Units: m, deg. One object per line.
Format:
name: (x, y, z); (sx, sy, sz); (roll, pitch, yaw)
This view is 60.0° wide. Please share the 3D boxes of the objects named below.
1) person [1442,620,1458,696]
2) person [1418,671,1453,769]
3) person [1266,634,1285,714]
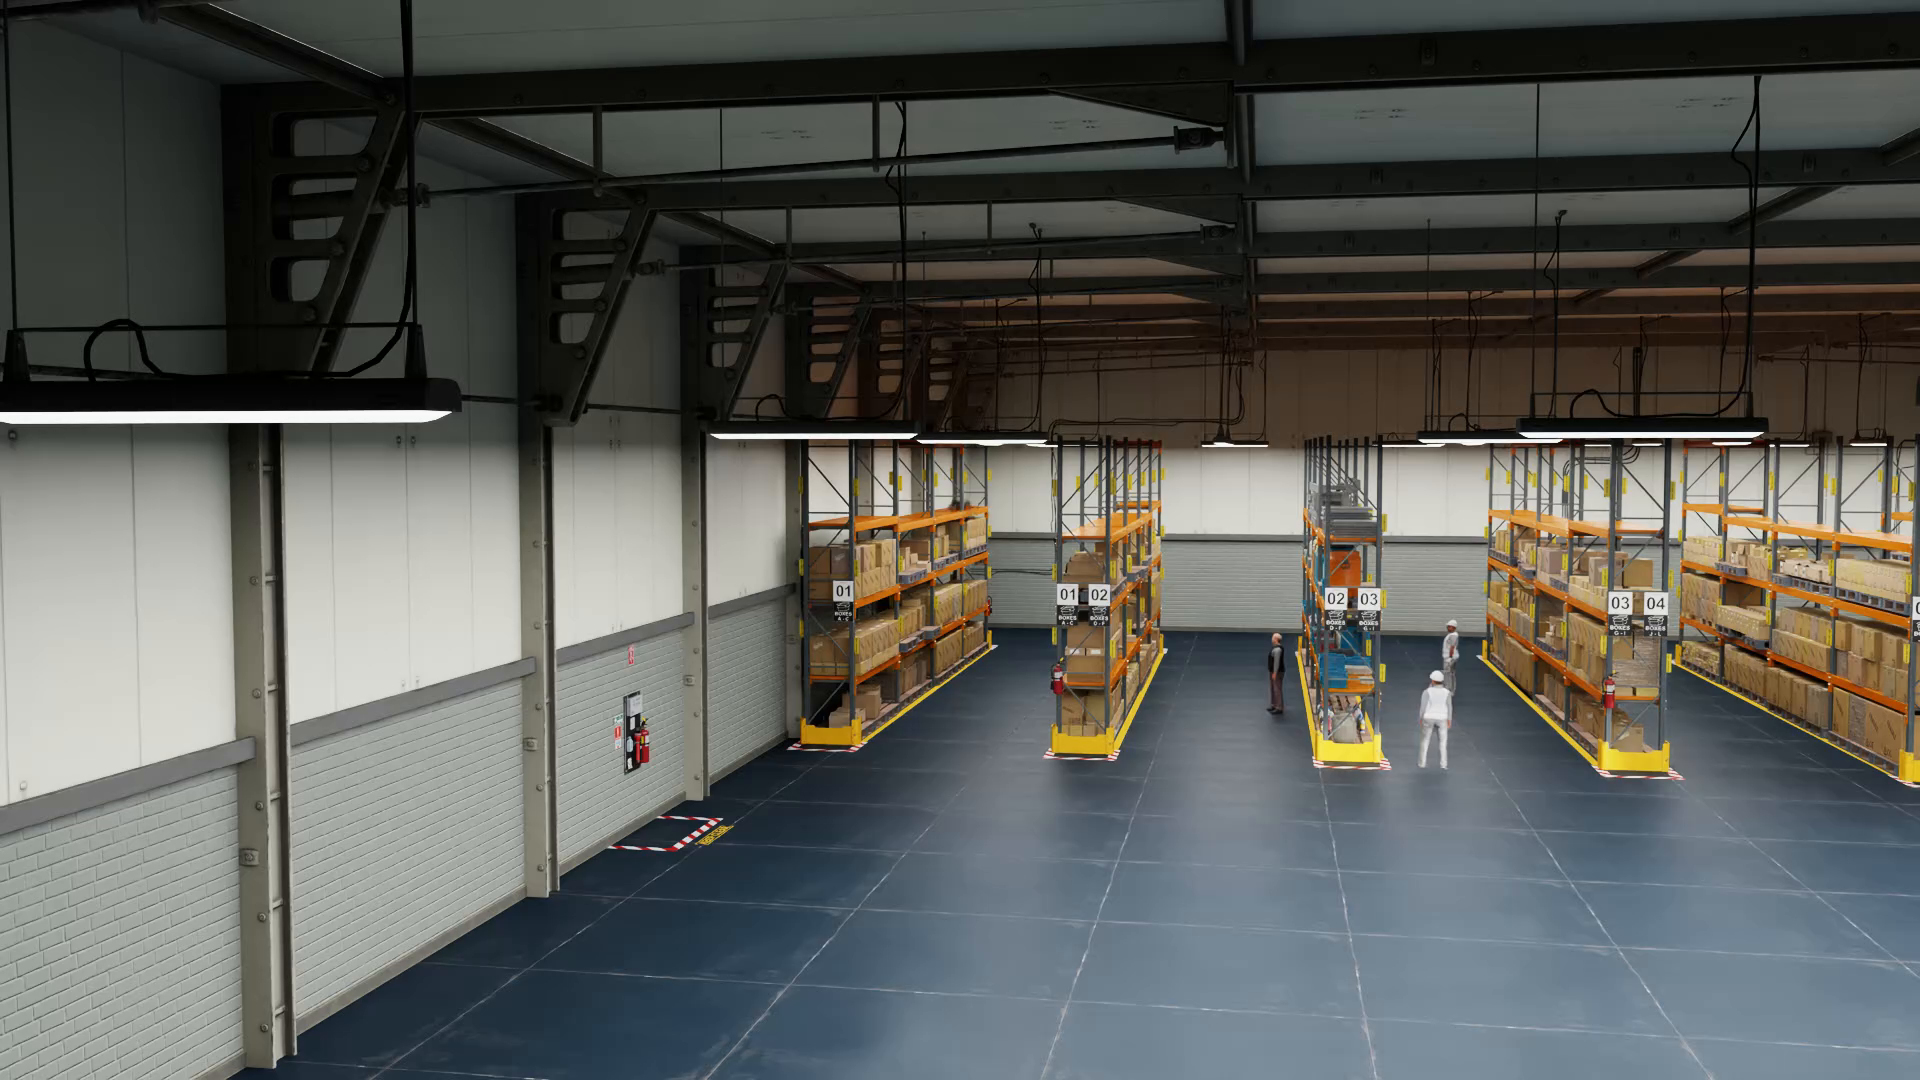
person: (11.369, 2.743, 38.612); (0.483, 1.792, 0.556); (2, 4, 35)
person: (8.546, 3.223, 29.885); (0.584, 1.776, 0.459); (1, 3, 25)
person: (6.870, 2.897, 36.186); (0.397, 1.730, 0.572); (0, 3, 2)
